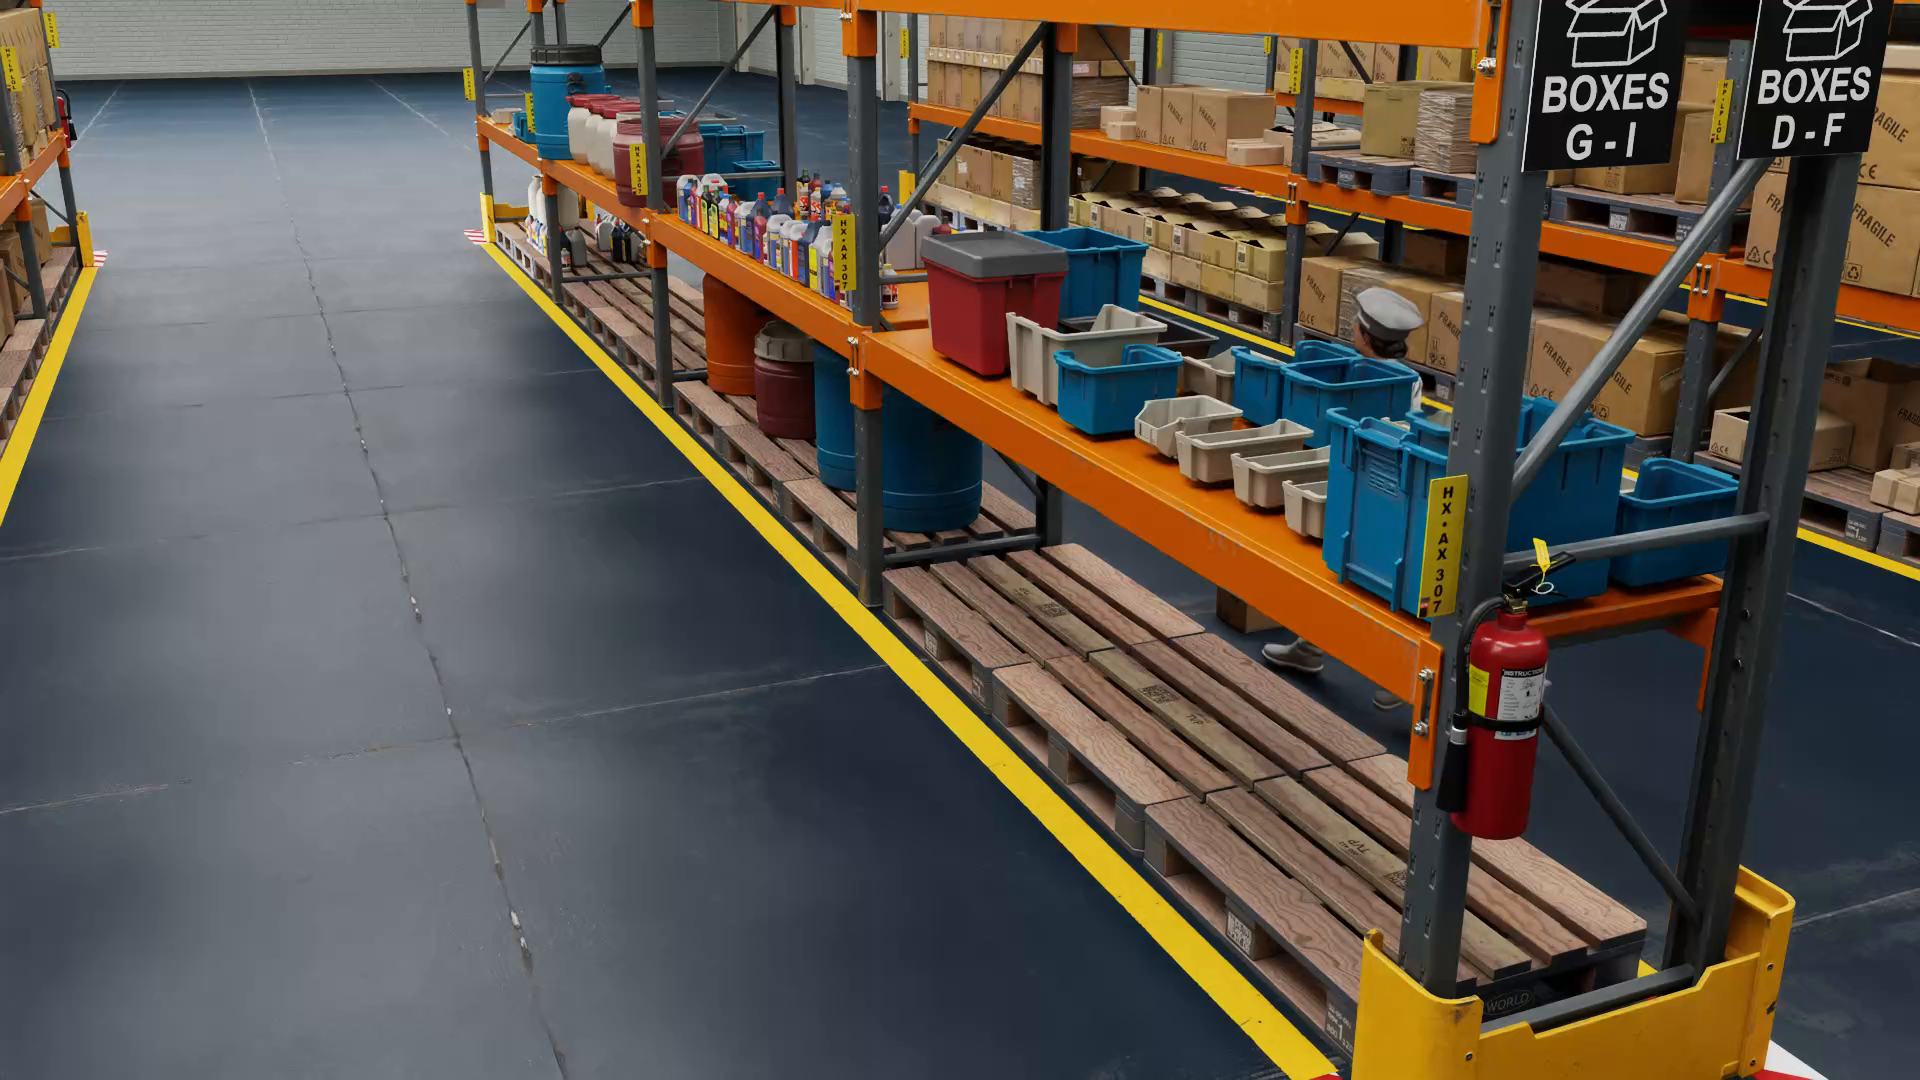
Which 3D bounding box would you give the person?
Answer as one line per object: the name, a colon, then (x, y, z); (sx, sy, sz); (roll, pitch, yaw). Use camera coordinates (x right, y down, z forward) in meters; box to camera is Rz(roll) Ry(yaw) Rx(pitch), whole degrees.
person: (1.544, -0.159, 6.470); (0.481, 1.649, 0.911); (-17, 25, -41)
